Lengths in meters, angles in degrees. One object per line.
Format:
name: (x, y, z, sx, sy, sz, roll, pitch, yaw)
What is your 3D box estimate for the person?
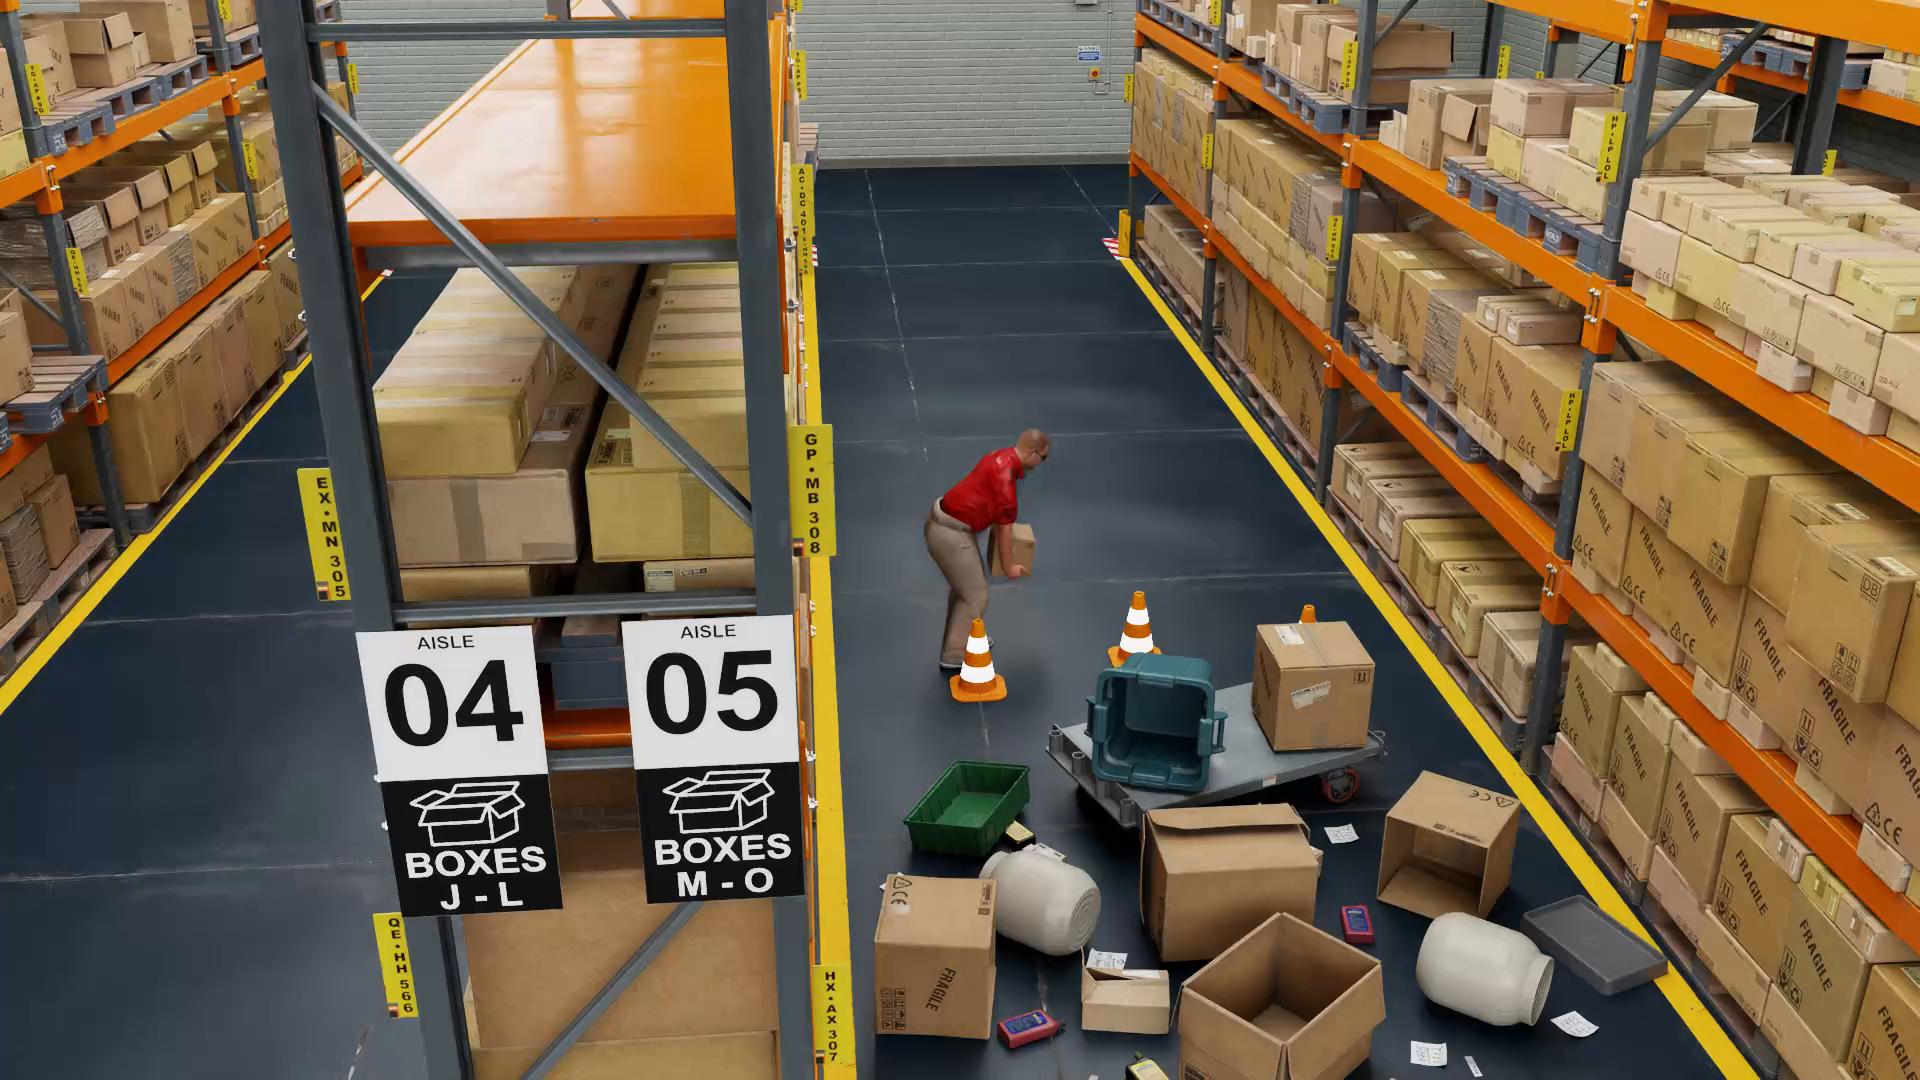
person: (0.164, 0.041, 10.312, 0.772, 1.507, 0.488, -3, 24, -6)
